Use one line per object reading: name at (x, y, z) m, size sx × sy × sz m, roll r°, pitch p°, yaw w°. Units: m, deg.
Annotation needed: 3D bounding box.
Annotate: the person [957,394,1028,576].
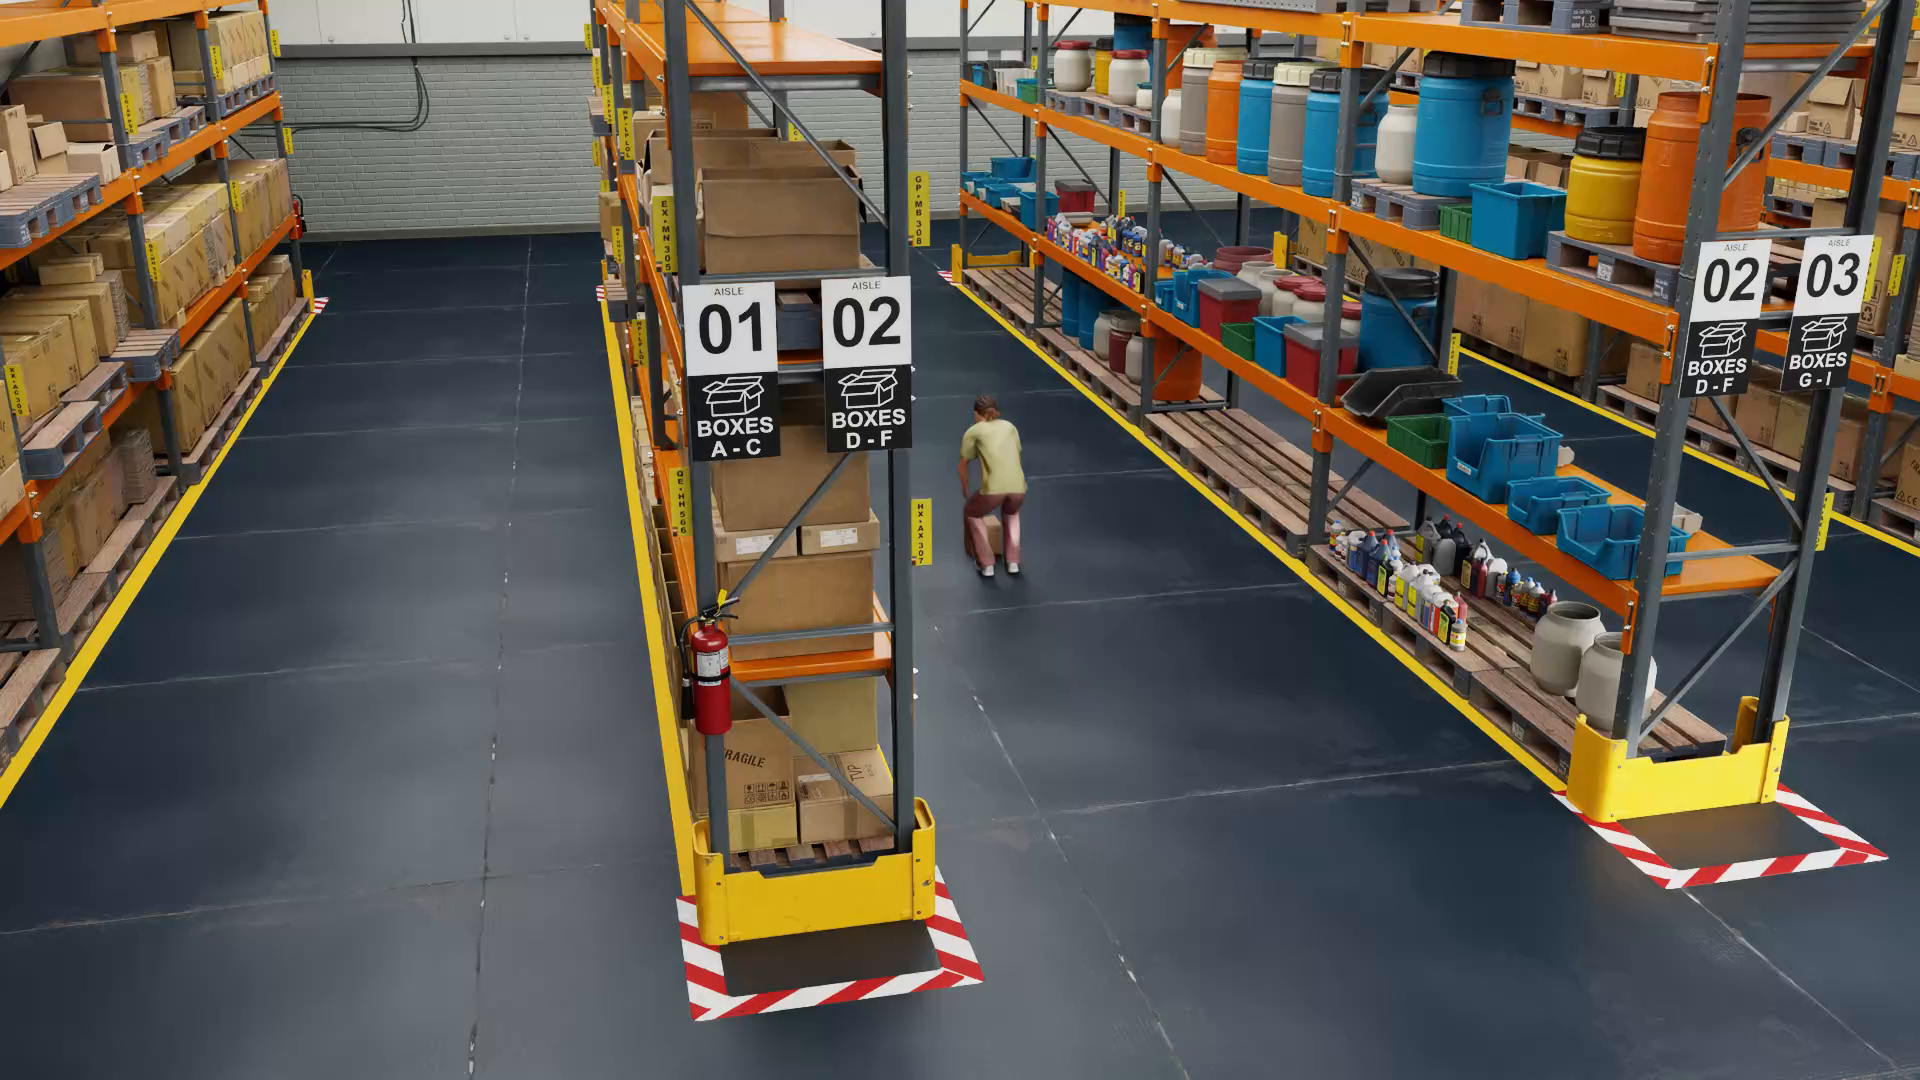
person at (0.246, -0.408, 12.729) m, size 0.511 × 1.333 × 0.667 m, roll -4°, pitch 20°, yaw -12°
